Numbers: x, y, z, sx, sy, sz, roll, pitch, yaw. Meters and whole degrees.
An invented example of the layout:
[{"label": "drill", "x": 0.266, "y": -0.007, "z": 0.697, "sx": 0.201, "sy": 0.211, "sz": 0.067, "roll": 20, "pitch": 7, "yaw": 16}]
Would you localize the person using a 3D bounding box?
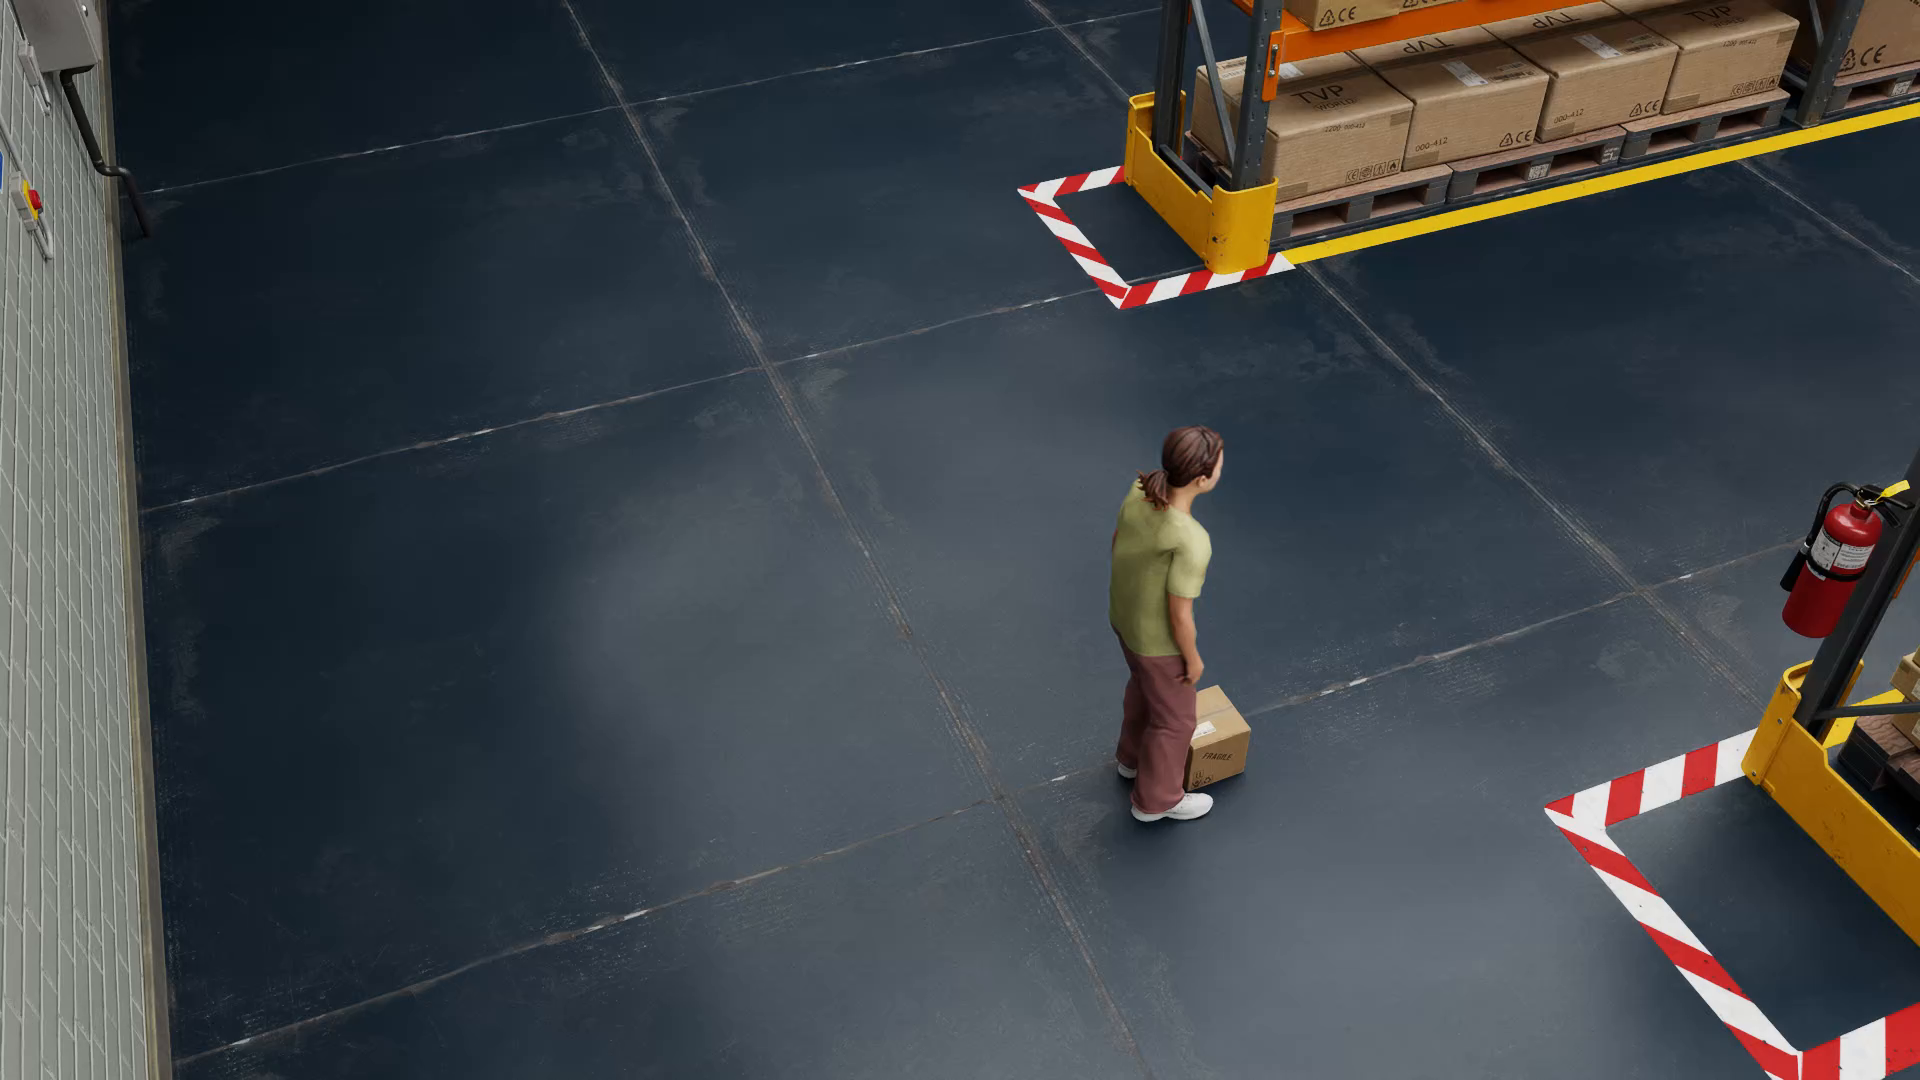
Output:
[{"label": "person", "x": 0.730, "y": 0.291, "z": 5.836, "sx": 0.404, "sy": 1.673, "sz": 0.500, "roll": -16, "pitch": 44, "yaw": -17}]
